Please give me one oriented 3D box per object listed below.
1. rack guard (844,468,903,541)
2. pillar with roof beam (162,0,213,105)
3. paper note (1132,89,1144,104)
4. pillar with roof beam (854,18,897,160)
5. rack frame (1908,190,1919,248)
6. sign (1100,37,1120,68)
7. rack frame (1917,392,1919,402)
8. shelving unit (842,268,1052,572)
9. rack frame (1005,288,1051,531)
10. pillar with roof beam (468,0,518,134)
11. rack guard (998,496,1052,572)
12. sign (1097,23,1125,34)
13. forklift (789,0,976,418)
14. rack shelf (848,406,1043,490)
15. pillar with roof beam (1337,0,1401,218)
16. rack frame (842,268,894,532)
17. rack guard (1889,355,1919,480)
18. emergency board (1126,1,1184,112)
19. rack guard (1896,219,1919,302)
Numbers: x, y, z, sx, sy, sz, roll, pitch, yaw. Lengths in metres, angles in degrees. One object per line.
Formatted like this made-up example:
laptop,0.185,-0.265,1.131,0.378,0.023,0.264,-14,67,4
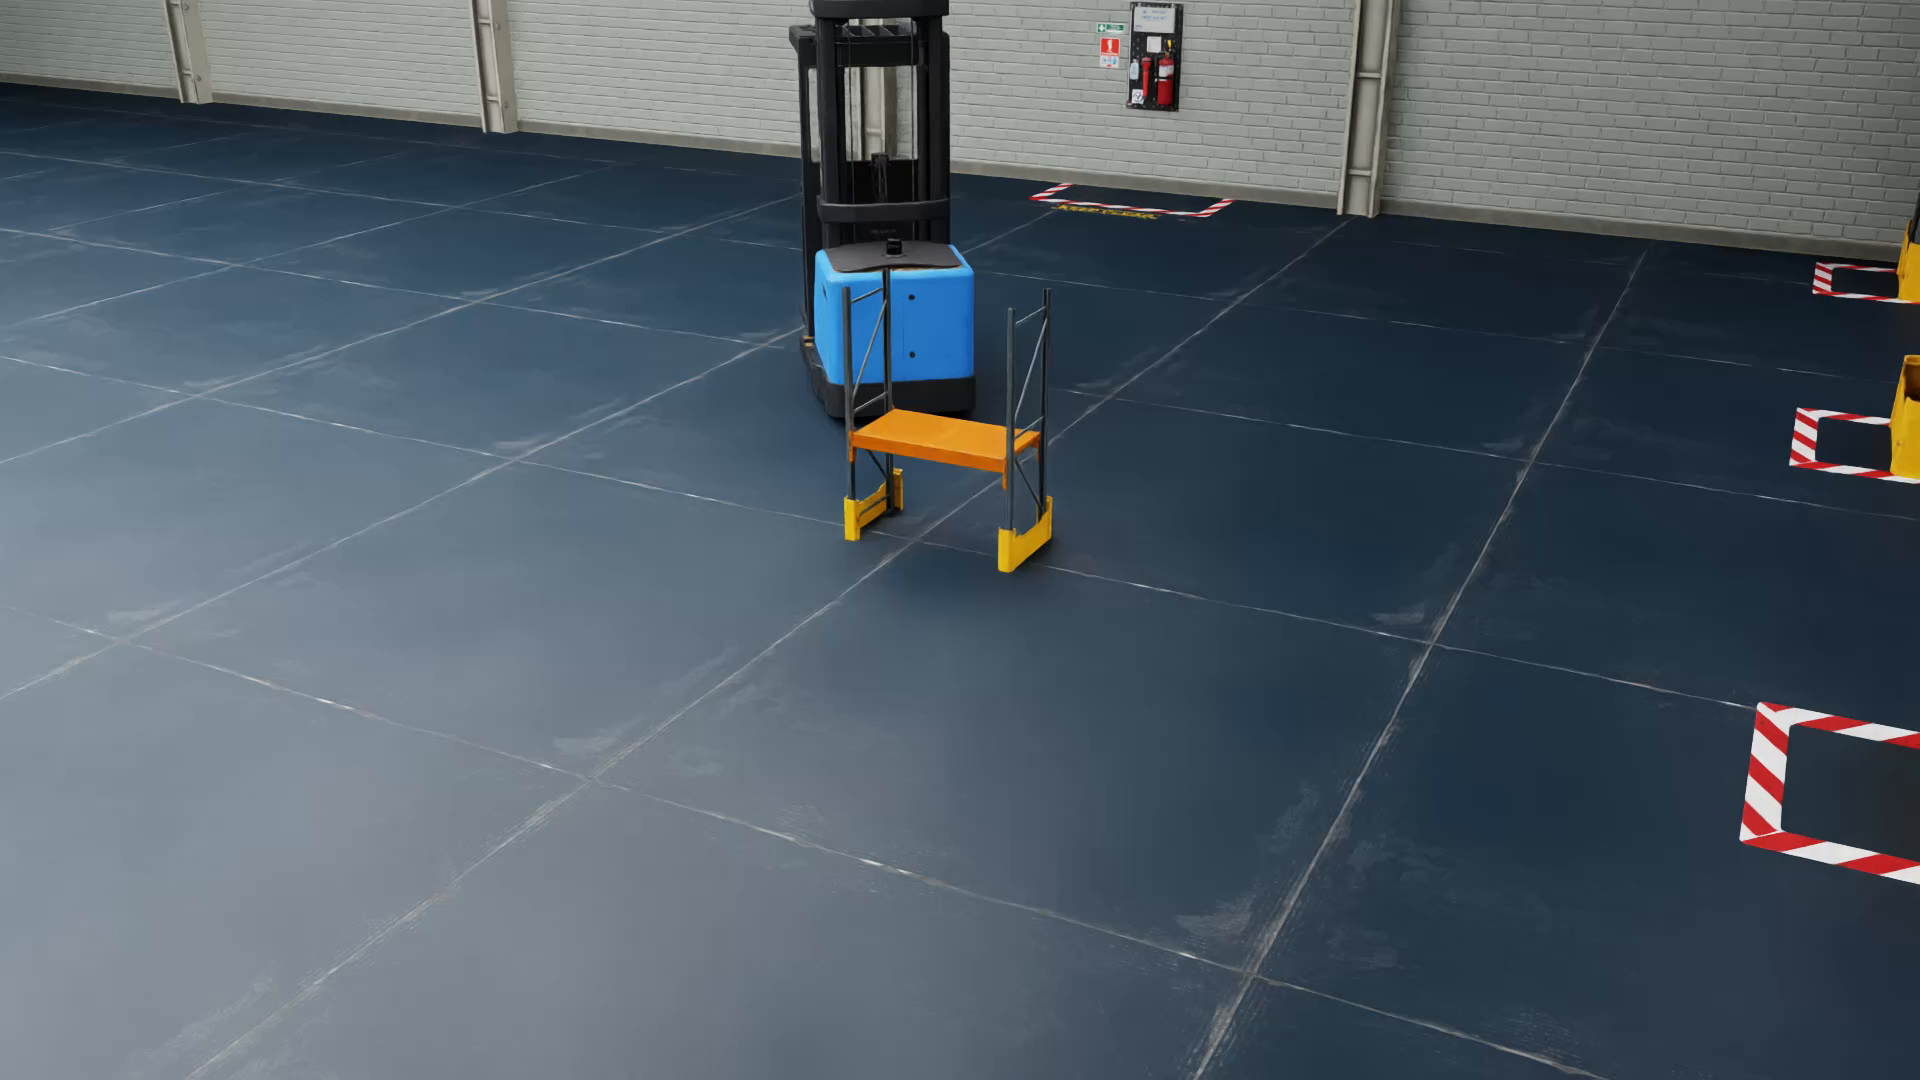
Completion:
rack guard,-0.512,-0.216,9.940,0.087,0.250,0.587,11,25,25
pillar with roof beam,-13.670,-9.372,20.289,0.400,9.000,9.100,11,25,25
paper note,2.021,-5.036,18.885,0.142,0.148,0.016,11,25,25
pillar with roof beam,-2.961,-7.253,15.307,0.400,9.000,9.100,11,25,25
rack frame,8.676,-3.698,14.614,0.127,3.000,1.000,11,25,25
sign,1.701,-5.536,18.890,0.234,0.329,0.001,11,25,25
rack frame,6.444,-1.968,10.544,0.127,3.000,1.000,11,25,25
shelving unit,-0.068,-0.704,9.488,1.083,1.500,0.587,11,25,25
rack frame,0.378,-0.615,9.281,0.032,1.500,0.500,11,25,25
pillar with roof beam,-8.315,-8.313,17.798,0.400,9.000,9.100,11,25,25
rack guard,0.376,-0.041,9.526,0.087,0.250,0.587,11,25,25
sign,1.701,-5.776,18.777,0.331,0.109,0.001,11,25,25
forklift,-0.662,-2.746,12.461,1.130,2.935,3.031,-4,23,-10
rack shelf,-0.076,-0.540,9.562,1.000,0.185,0.538,11,25,25
pillar with roof beam,2.394,-6.194,12.815,0.400,9.000,9.100,11,25,25
rack frame,-0.530,-0.795,9.703,0.032,1.500,0.500,11,25,25
rack guard,6.423,-0.822,11.043,0.348,0.500,1.175,11,25,25
emergency board,2.148,-5.386,18.582,0.643,1.169,0.194,11,25,25
rack guard,8.744,-2.535,15.071,0.348,0.500,1.175,11,25,25
